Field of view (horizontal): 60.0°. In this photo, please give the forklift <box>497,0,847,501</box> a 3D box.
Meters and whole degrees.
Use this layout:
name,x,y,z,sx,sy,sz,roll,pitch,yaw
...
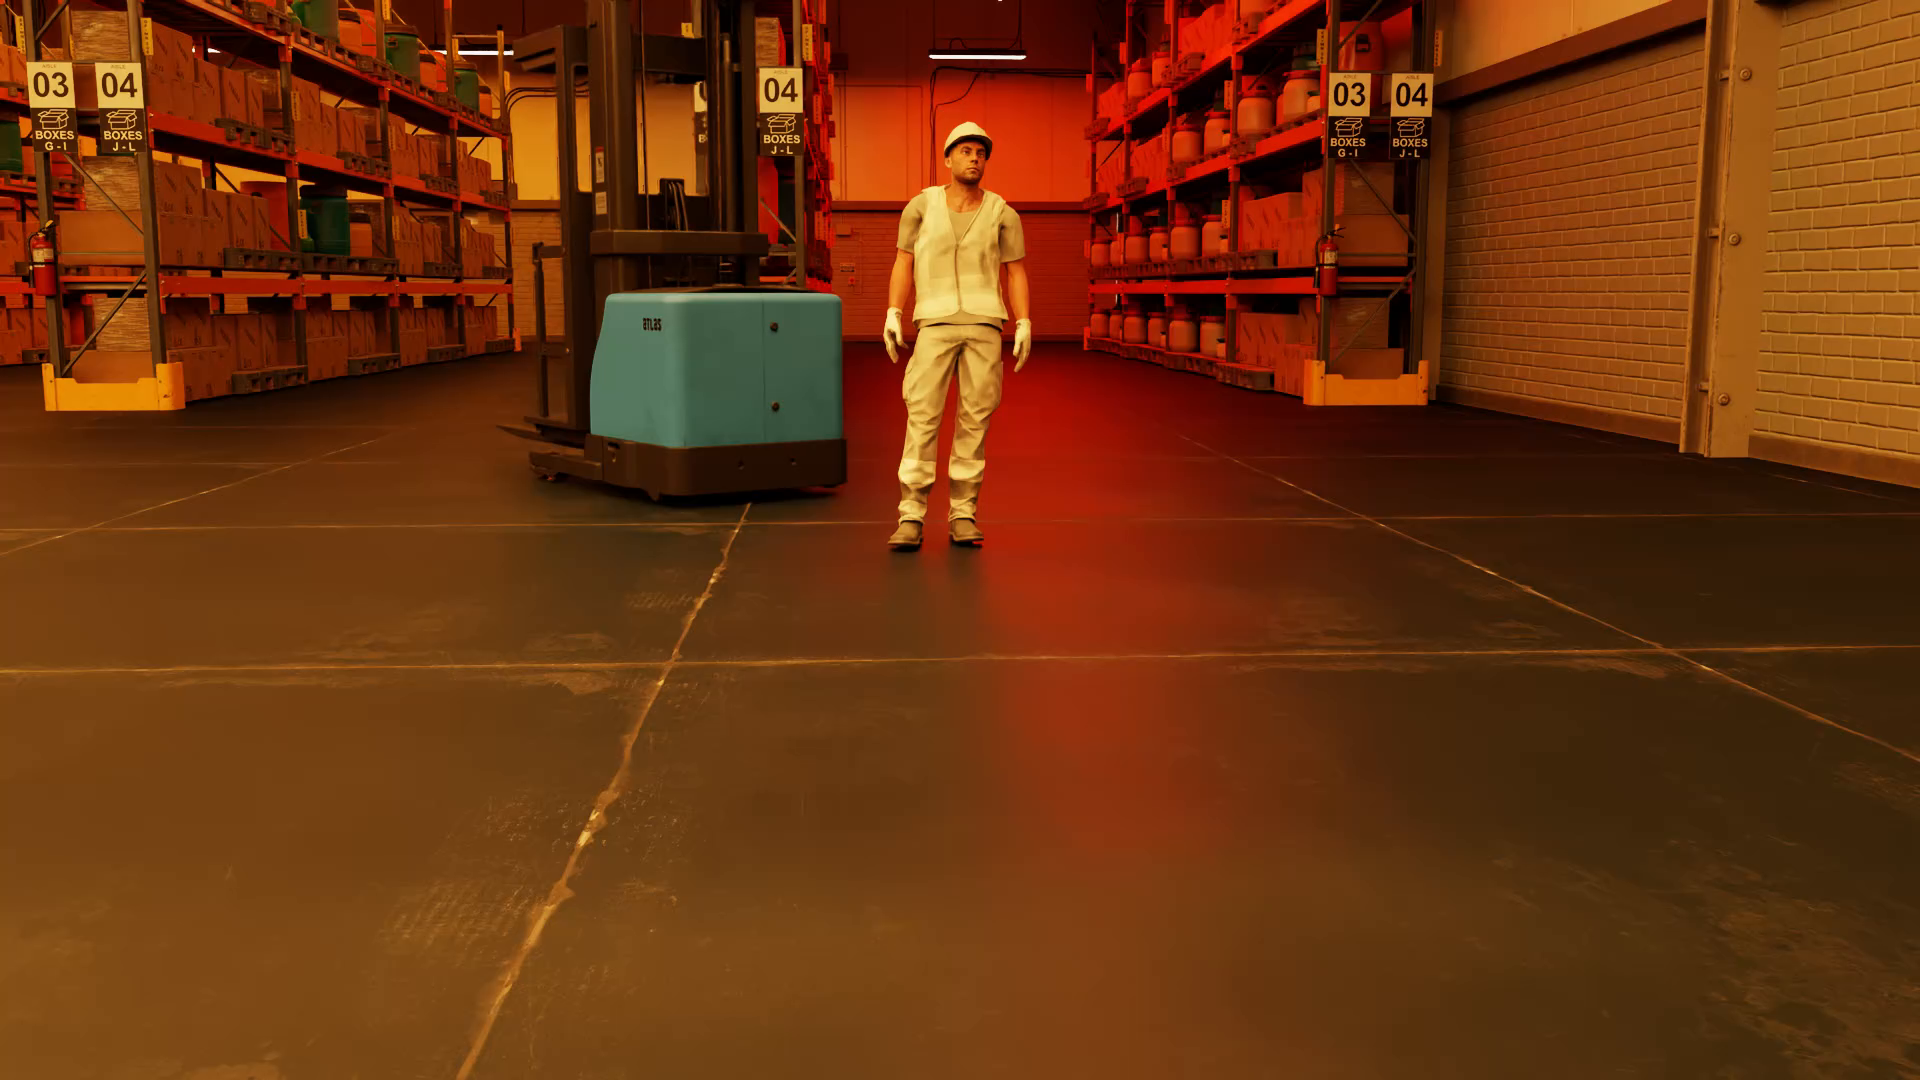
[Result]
name,x,y,z,sx,sy,sz,roll,pitch,yaw
forklift,-1.862,-1.819,9.581,1.130,2.935,3.031,-6,10,-35

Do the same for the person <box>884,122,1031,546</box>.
name,x,y,z,sx,sy,sz,roll,pitch,yaw
person,-0.007,-0.881,7.097,0.637,1.790,0.562,-1,8,-4
